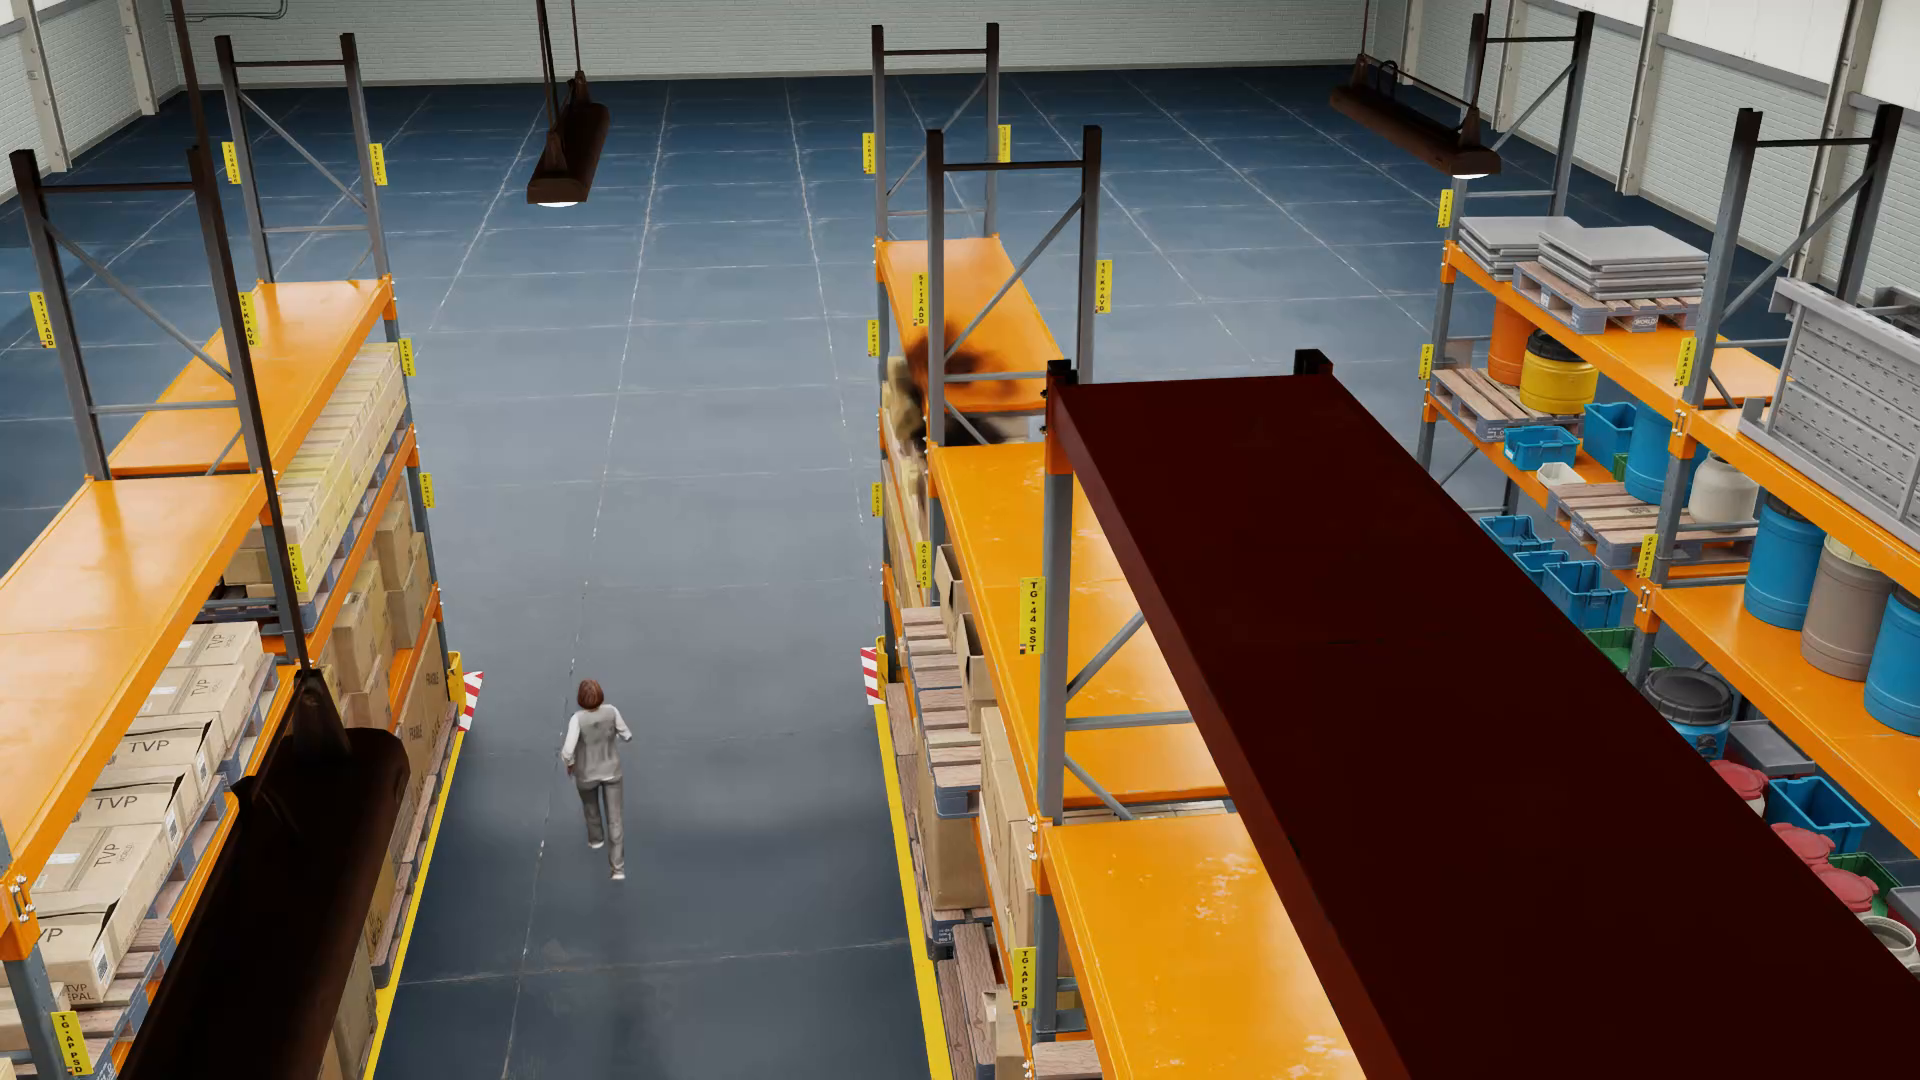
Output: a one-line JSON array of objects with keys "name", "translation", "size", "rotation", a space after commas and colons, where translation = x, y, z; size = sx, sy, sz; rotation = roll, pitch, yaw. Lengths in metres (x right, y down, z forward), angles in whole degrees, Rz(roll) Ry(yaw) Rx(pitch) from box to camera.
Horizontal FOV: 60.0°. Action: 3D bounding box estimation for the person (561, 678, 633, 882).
[{"name": "person", "translation": [-2.661, 1.755, 12.296], "size": [0.540, 1.591, 0.816], "rotation": [-9, 27, -18]}]
